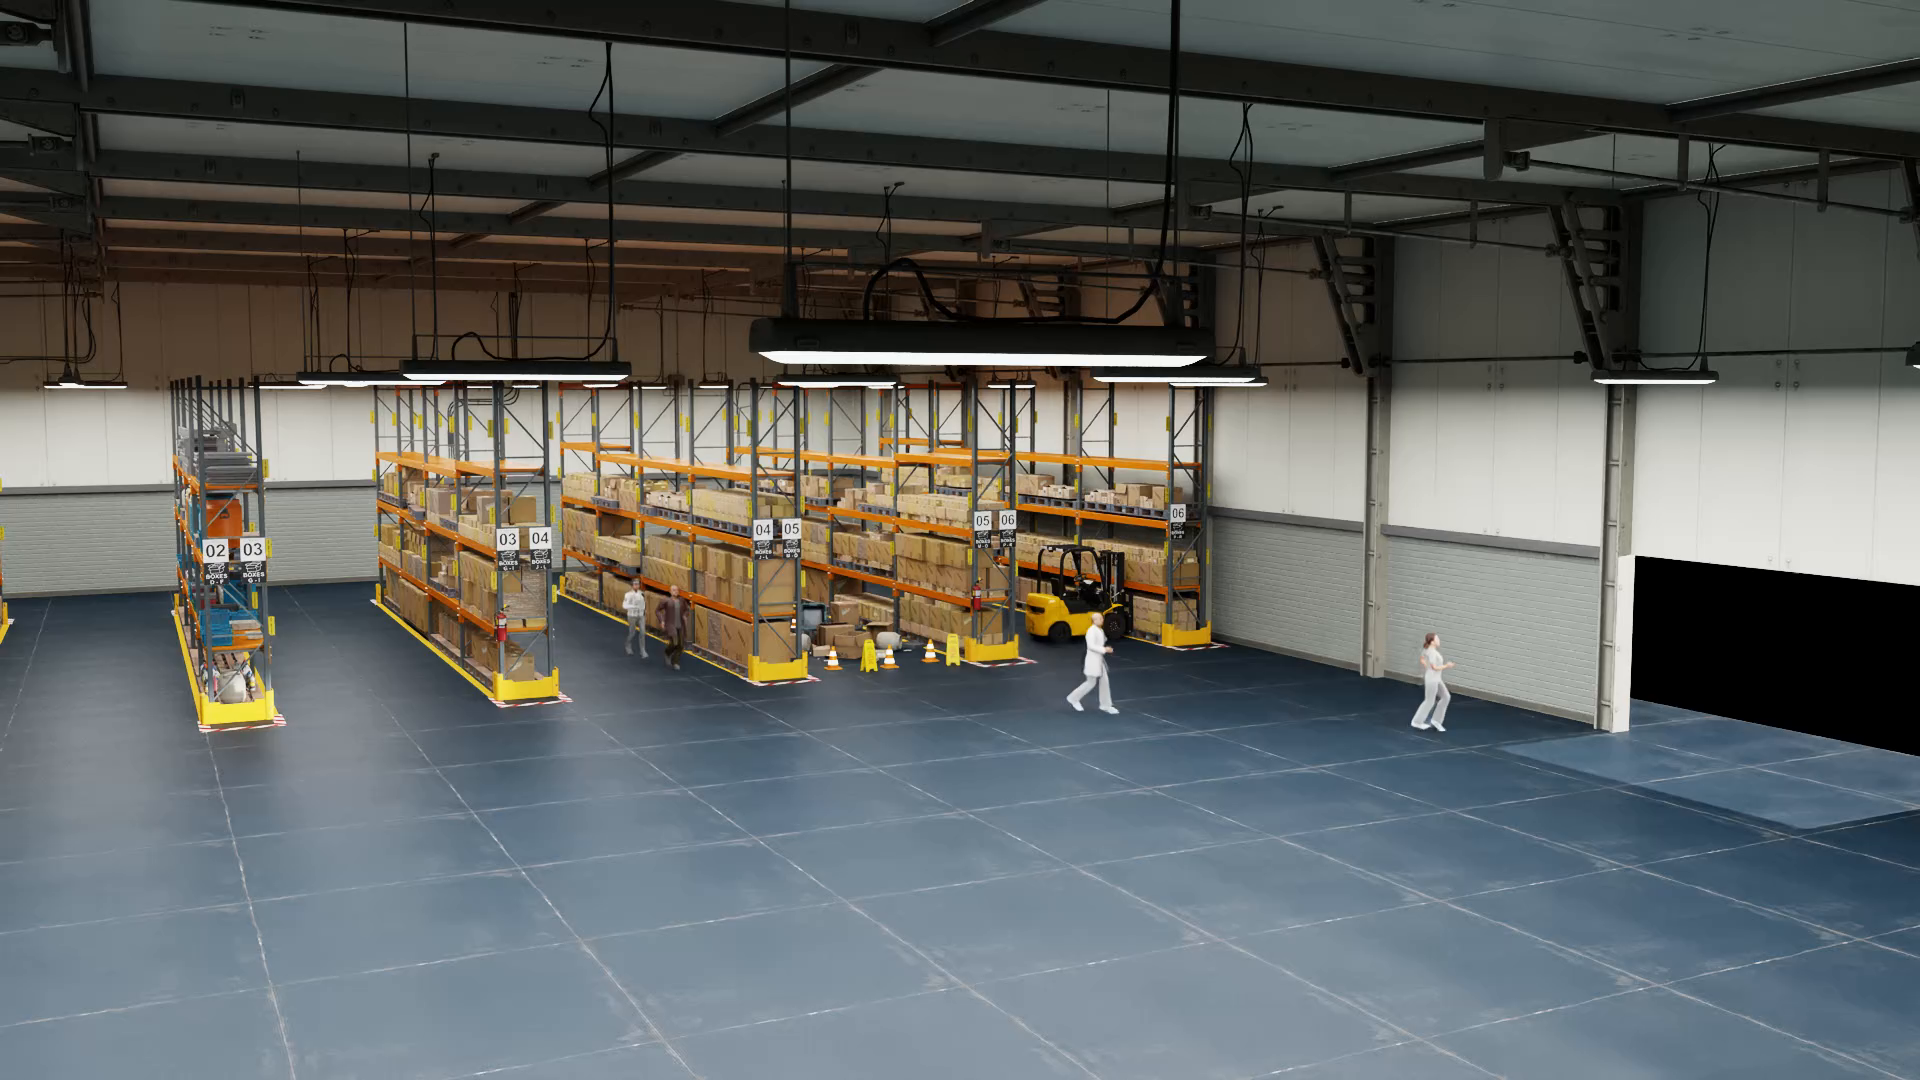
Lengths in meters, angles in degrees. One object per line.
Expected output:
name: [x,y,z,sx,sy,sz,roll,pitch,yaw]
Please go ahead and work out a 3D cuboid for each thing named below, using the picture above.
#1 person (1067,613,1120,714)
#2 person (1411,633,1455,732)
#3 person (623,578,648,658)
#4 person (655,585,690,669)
person: [2.385,2.193,29.671,0.947,1.807,0.732,2,5,18]
person: [7.973,2.403,28.012,0.691,1.704,0.544,2,5,19]
person: [-6.982,1.658,35.872,0.616,1.689,0.878,-4,6,-35]
person: [-5.874,1.805,34.349,0.702,1.738,0.627,-3,6,-33]
